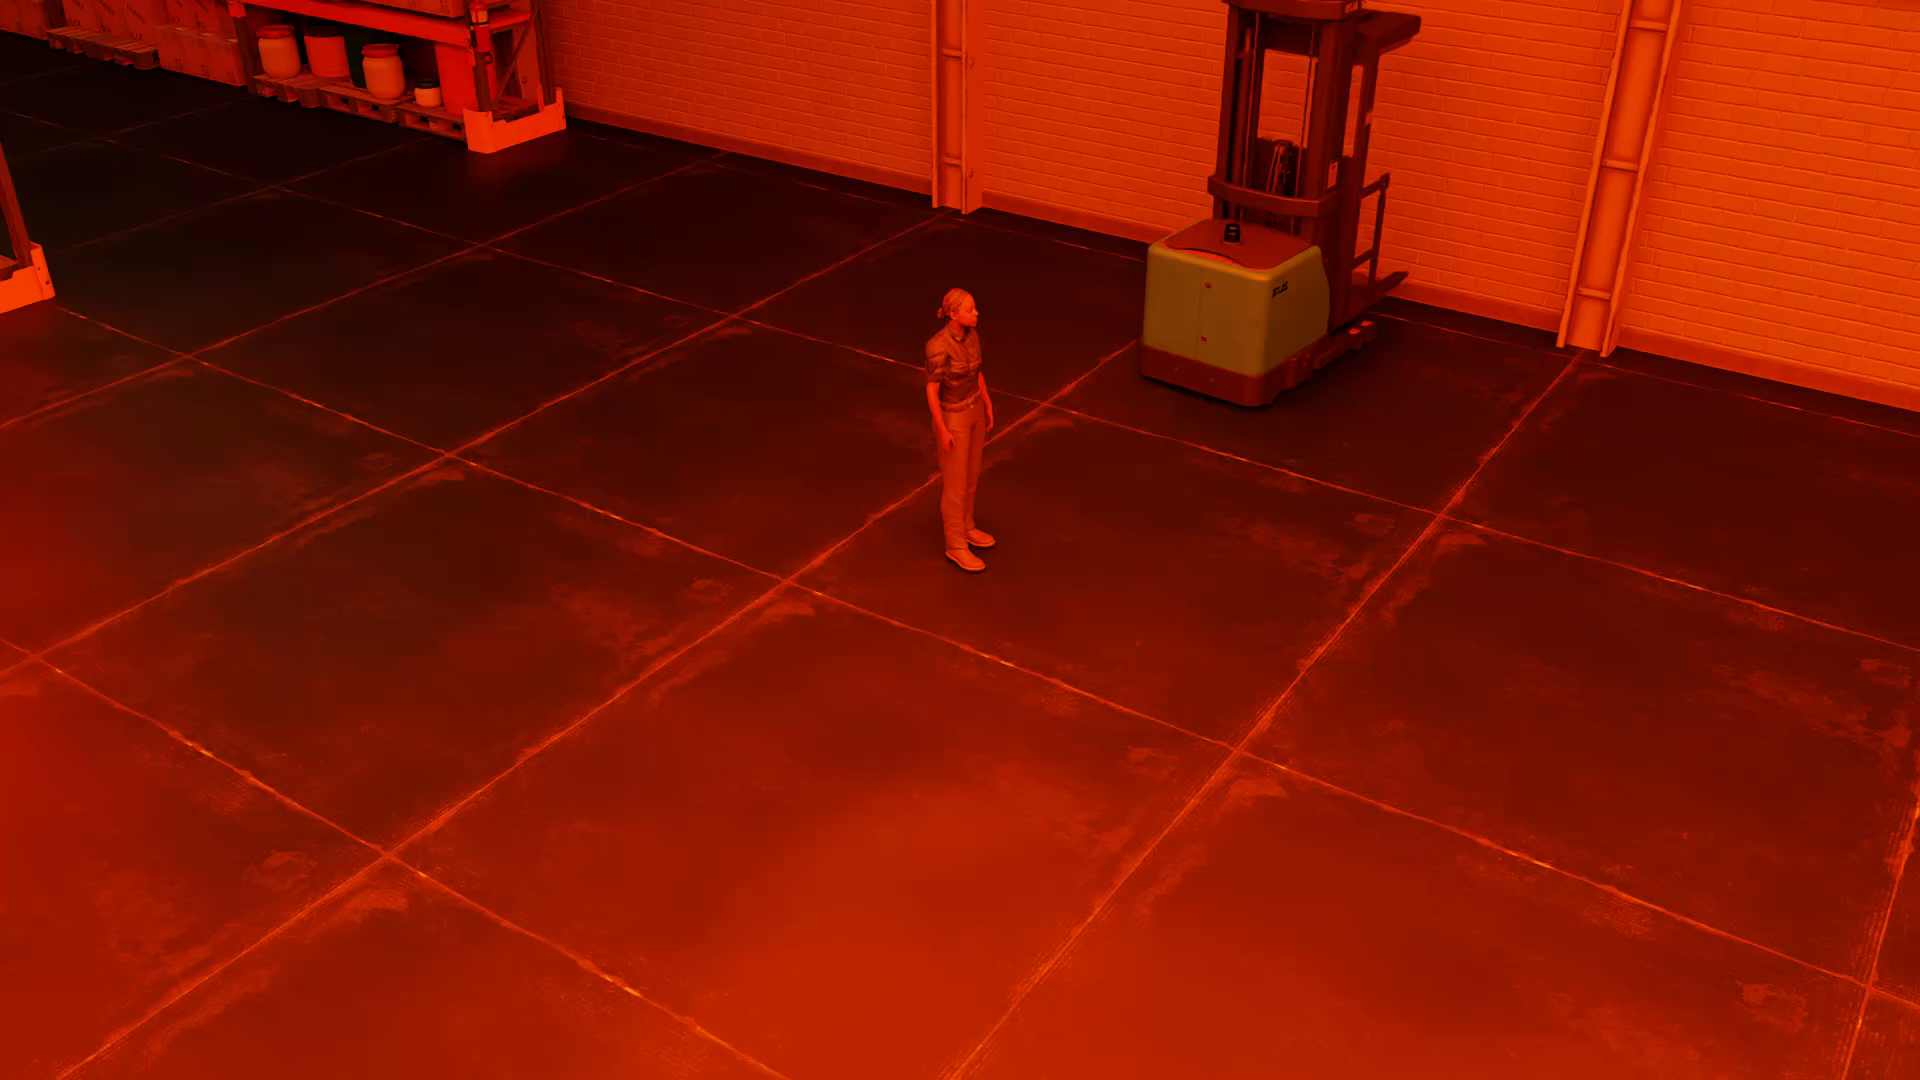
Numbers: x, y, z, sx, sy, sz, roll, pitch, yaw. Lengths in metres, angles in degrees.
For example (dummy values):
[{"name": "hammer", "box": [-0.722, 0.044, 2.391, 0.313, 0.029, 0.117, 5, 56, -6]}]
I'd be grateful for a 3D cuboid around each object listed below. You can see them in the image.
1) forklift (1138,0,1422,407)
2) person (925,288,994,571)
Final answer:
[{"name": "forklift", "box": [2.660, -2.902, 12.579, 1.130, 2.935, 3.031, 22, 37, 33]}, {"name": "person", "box": [0.062, -0.689, 10.024, 0.503, 1.656, 0.569, 19, 35, 29]}]
